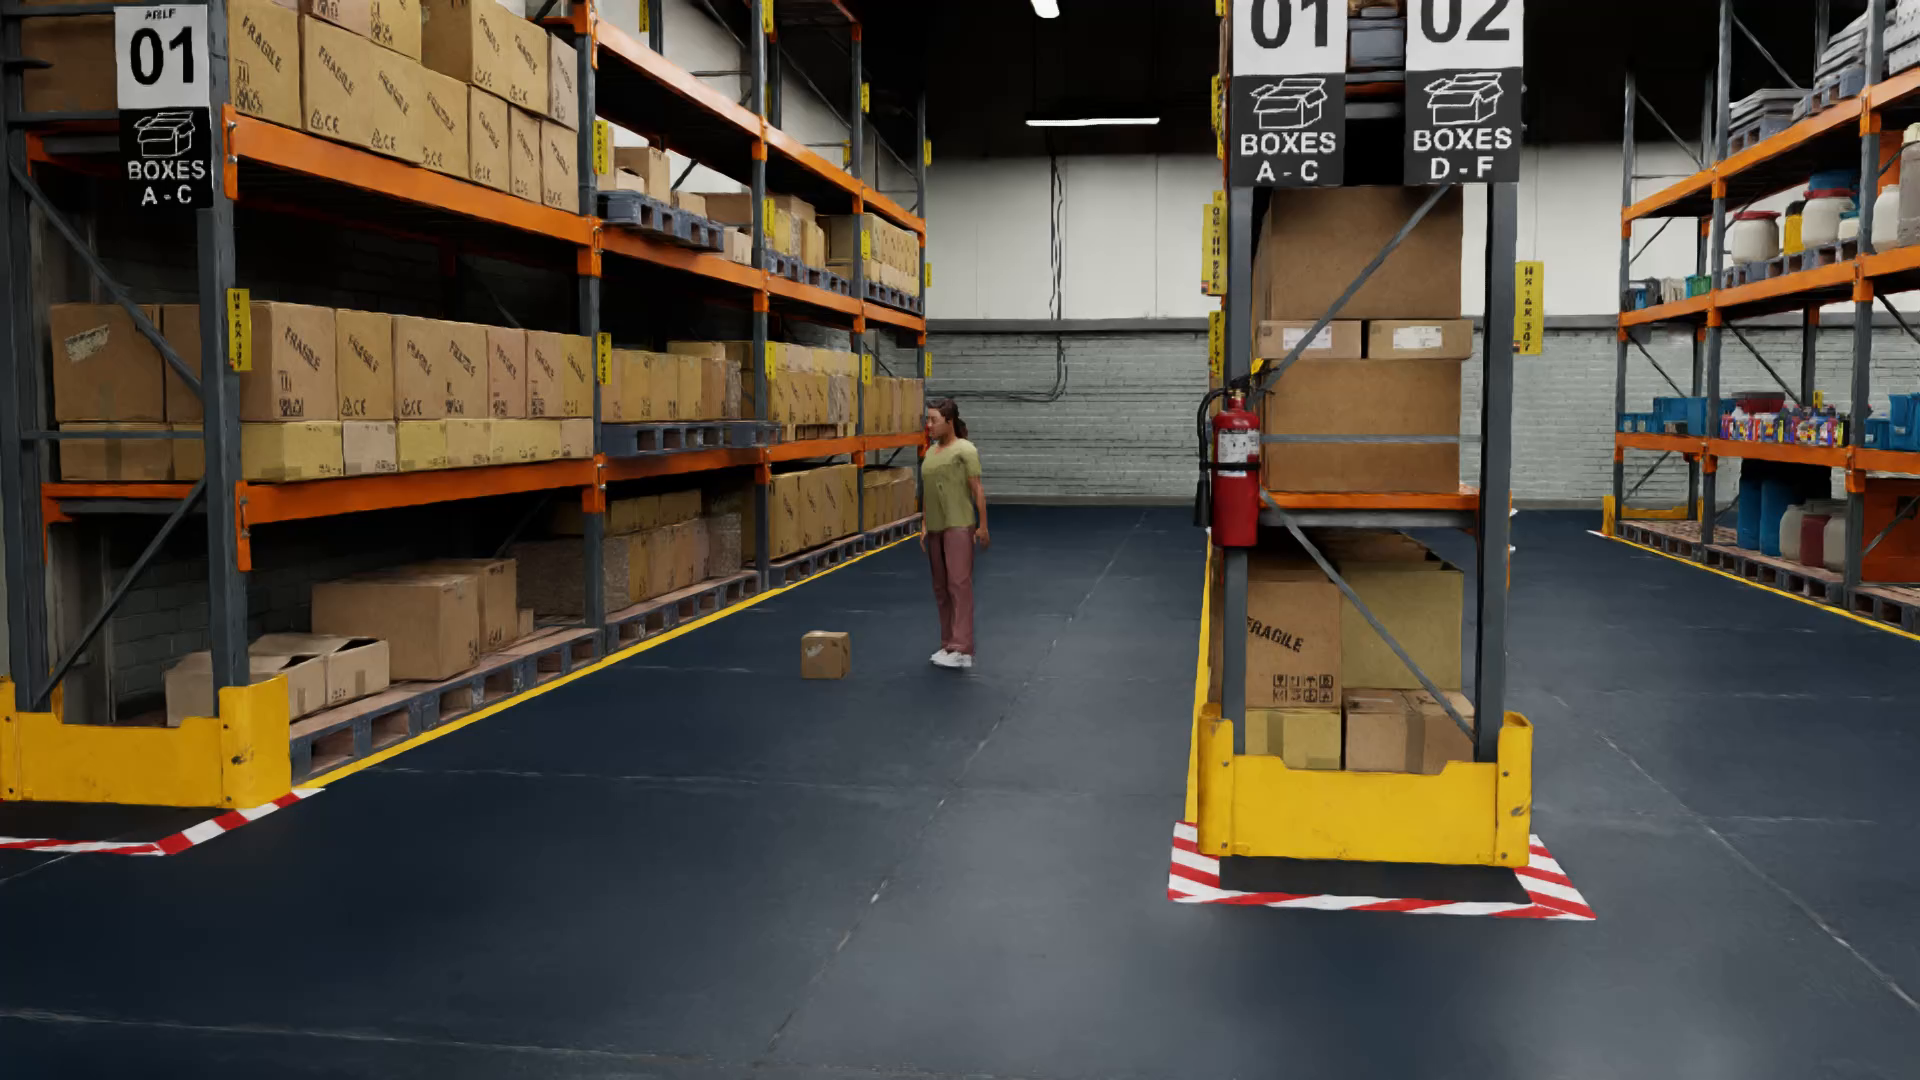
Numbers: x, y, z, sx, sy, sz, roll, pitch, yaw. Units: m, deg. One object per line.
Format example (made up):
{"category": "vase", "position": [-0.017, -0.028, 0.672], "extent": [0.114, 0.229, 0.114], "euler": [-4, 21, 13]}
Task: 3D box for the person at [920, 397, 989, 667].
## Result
{"category": "person", "position": [-0.094, -0.050, 10.362], "extent": [0.559, 1.675, 0.599], "euler": [4, 6, 44]}
